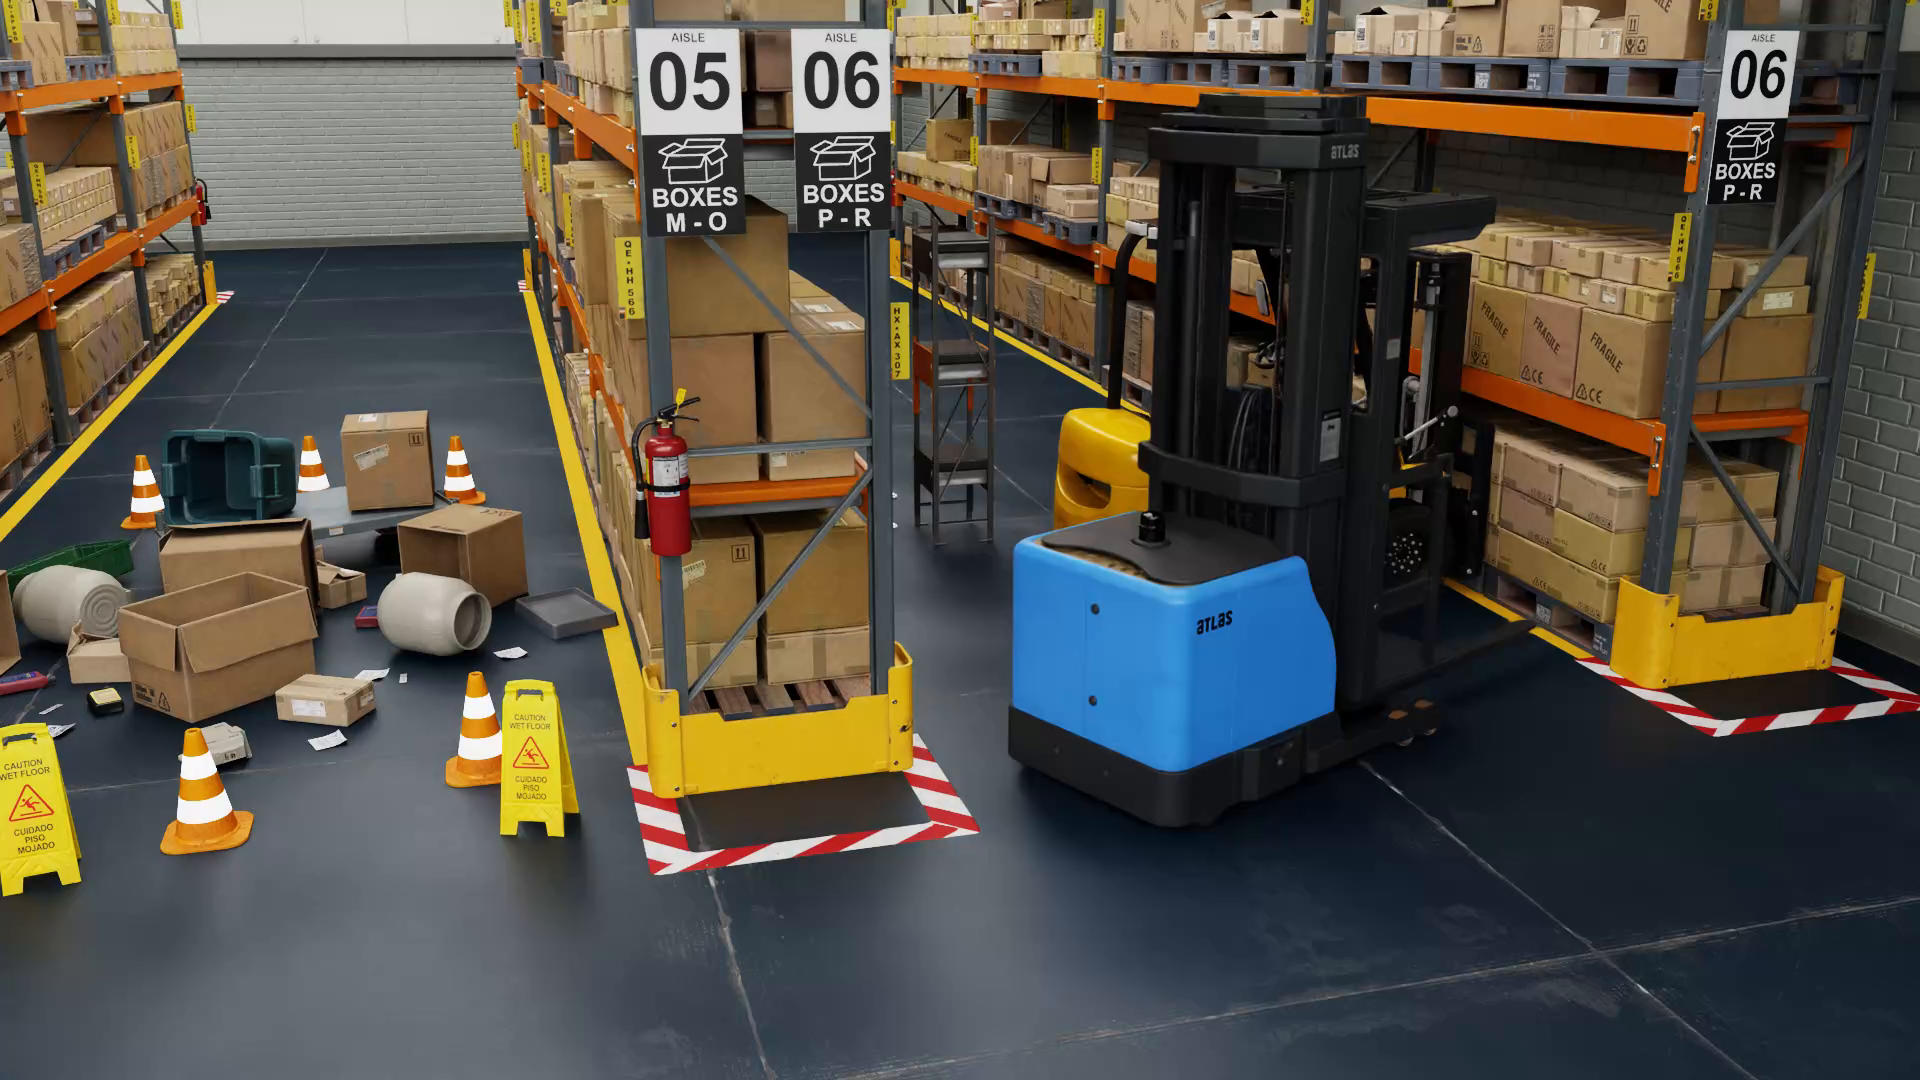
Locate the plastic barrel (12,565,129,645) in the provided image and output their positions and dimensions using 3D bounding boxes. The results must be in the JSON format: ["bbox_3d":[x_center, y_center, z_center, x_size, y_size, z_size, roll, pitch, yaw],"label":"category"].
[{"bbox_3d":[-4.829,0.356,9.030,0.512,0.421,0.421,7,18,23],"label":"plastic barrel"}]

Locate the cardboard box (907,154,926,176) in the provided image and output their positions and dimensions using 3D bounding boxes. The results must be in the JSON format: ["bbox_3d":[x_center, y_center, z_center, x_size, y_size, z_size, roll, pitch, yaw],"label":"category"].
[{"bbox_3d":[-0.406,-4.987,22.082,0.500,0.250,0.500,-5,17,-15],"label":"cardboard box"}]

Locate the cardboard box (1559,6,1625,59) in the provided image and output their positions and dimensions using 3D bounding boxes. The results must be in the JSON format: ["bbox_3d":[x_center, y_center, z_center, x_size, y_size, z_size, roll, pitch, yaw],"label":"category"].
[{"bbox_3d":[3.397,-2.673,8.752,0.396,0.266,0.258,-5,17,-15],"label":"cardboard box"}]

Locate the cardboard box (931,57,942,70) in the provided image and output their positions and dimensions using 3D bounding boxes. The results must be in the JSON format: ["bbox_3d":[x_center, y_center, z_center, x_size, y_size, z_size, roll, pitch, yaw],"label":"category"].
[{"bbox_3d":[-0.146,-5.912,20.641,0.380,0.149,0.250,-4,17,-14],"label":"cardboard box"}]

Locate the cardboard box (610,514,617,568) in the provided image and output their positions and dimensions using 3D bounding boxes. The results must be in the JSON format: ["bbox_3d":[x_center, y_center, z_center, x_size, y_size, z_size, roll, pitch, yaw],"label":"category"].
[{"bbox_3d":[-1.824,-0.042,9.928,0.500,0.250,0.500,-4,17,-12],"label":"cardboard box"}]

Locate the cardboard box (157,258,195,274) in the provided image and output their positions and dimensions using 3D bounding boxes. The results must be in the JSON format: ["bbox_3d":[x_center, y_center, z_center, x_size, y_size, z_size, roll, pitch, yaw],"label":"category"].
[{"bbox_3d":[-9.318,-3.248,19.742,0.380,0.149,0.250,-5,17,-16],"label":"cardboard box"}]

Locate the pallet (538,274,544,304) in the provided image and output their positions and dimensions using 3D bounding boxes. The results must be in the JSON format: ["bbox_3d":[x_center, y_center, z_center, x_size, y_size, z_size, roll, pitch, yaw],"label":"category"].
[{"bbox_3d":[-4.887,-3.258,21.432,1.003,0.211,1.213,-5,17,-15],"label":"pallet"}]

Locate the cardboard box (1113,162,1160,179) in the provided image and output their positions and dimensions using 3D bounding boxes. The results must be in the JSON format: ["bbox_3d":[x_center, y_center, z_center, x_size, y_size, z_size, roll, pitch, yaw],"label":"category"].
[{"bbox_3d":[1.797,-3.393,16.130,0.500,0.500,0.500,-4,17,-13],"label":"cardboard box"}]

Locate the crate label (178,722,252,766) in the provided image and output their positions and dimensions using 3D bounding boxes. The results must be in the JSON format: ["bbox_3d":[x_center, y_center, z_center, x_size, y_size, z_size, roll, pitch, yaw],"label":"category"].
[{"bbox_3d":[-3.393,0.940,7.584,0.298,0.136,0.250,16,23,42],"label":"crate label"}]

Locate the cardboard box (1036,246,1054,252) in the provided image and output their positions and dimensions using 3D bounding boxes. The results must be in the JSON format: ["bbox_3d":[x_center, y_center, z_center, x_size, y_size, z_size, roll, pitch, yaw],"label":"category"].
[{"bbox_3d":[1.067,-3.331,19.316,0.380,0.149,0.250,-5,18,-17],"label":"cardboard box"}]

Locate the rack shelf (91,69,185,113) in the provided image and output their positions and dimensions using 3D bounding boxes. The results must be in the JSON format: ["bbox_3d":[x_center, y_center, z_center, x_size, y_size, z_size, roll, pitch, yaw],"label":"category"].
[{"bbox_3d":[-9.364,-4.928,18.181,1.077,0.370,4.000,-5,17,-15],"label":"rack shelf"}]

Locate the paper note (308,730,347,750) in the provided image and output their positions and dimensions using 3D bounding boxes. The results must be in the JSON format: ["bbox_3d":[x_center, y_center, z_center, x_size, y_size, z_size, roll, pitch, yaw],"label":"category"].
[{"bbox_3d":[-2.959,0.935,7.787,0.148,0.019,0.142,-12,20,-34],"label":"paper note"}]

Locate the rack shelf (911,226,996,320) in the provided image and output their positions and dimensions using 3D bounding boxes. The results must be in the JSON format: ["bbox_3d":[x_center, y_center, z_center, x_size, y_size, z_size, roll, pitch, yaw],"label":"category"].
[{"bbox_3d":[-0.045,-1.709,10.605,0.431,0.518,0.480,-5,17,-15],"label":"rack shelf"}]

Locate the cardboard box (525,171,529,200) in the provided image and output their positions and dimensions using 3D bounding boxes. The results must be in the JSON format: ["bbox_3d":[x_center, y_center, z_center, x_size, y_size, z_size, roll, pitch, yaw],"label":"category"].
[{"bbox_3d":[-5.038,-4.421,20.283,0.500,0.500,0.500,-5,17,-16],"label":"cardboard box"}]

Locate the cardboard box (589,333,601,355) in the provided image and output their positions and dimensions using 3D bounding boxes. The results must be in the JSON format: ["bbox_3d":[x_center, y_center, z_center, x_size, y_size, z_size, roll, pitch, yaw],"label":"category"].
[{"bbox_3d":[-2.106,-1.257,10.358,0.380,0.149,0.250,-5,17,-16],"label":"cardboard box"}]

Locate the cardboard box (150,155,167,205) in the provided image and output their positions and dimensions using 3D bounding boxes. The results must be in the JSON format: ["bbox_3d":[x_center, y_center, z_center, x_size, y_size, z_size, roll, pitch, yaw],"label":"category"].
[{"bbox_3d":[-8.955,-3.909,18.059,0.500,0.500,0.500,-5,17,-16],"label":"cardboard box"}]

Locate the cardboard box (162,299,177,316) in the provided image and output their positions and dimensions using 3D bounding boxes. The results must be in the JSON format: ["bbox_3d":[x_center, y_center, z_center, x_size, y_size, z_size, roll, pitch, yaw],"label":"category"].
[{"bbox_3d":[-9.001,-2.601,18.621,0.380,0.149,0.250,-5,17,-17],"label":"cardboard box"}]

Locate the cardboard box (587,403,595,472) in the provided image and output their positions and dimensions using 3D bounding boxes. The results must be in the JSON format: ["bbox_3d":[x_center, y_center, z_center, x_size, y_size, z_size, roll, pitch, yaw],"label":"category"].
[{"bbox_3d":[-2.232,-0.775,12.157,0.950,0.372,0.625,-4,17,-12],"label":"cardboard box"}]

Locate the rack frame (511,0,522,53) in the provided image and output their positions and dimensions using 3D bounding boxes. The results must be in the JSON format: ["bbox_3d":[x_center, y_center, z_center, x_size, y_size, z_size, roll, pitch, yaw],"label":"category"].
[{"bbox_3d":[-5.182,-7.682,20.883,1.000,3.000,0.127,-5,17,-15],"label":"rack frame"}]

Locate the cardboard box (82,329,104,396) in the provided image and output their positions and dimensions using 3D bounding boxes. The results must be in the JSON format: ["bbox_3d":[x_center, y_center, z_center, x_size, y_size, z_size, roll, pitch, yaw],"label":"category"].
[{"bbox_3d":[-7.806,-1.535,14.464,0.500,0.500,0.500,-4,17,-15],"label":"cardboard box"}]

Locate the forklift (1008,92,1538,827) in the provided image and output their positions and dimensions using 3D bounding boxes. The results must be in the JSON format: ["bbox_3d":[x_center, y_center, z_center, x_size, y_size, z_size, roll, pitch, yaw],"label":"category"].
[{"bbox_3d":[1.665,-0.545,7.672,3.031,2.935,1.130,-14,22,-38],"label":"forklift"}]

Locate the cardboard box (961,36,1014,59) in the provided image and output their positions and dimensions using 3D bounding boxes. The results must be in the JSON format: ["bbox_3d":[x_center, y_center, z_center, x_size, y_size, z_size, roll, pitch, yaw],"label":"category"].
[{"bbox_3d":[0.315,-5.717,19.299,0.500,0.250,0.500,-5,17,-15],"label":"cardboard box"}]

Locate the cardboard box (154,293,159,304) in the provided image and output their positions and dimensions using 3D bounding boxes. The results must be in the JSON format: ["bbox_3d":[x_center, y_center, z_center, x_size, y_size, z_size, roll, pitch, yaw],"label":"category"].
[{"bbox_3d":[-8.936,-2.589,18.066,0.380,0.149,0.250,-6,18,-18],"label":"cardboard box"}]

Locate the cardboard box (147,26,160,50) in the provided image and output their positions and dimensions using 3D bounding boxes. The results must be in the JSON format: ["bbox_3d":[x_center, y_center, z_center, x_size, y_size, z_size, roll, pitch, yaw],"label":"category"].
[{"bbox_3d":[-9.263,-5.603,18.569,0.500,0.250,0.500,-4,17,-14],"label":"cardboard box"}]

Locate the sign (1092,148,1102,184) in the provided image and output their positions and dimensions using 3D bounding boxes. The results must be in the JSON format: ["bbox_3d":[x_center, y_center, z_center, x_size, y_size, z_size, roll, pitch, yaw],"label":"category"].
[{"bbox_3d":[1.269,-3.460,15.383,0.100,0.325,0.005,-5,17,-15],"label":"sign"}]

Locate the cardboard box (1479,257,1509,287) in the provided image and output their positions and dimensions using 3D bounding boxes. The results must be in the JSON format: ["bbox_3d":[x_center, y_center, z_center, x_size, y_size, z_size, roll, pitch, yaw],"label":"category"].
[{"bbox_3d":[3.246,-1.562,9.635,0.380,0.149,0.250,-5,17,-15],"label":"cardboard box"}]

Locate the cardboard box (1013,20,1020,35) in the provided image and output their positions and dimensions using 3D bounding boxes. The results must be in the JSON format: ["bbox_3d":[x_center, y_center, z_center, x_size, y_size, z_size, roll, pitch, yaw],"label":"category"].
[{"bbox_3d":[0.769,-5.335,17.301,0.380,0.149,0.250,-5,17,-15],"label":"cardboard box"}]

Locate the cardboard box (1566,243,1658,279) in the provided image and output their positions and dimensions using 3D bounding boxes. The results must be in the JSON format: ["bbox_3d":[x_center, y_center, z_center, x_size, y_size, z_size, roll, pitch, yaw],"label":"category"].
[{"bbox_3d":[3.490,-1.496,8.899,0.380,0.149,0.250,-4,17,-14],"label":"cardboard box"}]

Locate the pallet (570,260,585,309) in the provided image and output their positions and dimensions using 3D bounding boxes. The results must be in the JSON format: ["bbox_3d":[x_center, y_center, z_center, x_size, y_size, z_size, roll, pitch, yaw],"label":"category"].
[{"bbox_3d":[-2.400,-1.960,12.595,1.003,0.211,1.213,-5,17,-15],"label":"pallet"}]

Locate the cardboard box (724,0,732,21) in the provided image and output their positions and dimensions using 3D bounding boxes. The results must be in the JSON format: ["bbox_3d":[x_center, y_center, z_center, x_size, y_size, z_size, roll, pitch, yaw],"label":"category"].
[{"bbox_3d":[-0.938,-2.474,7.812,0.380,0.149,0.250,-5,17,-16],"label":"cardboard box"}]

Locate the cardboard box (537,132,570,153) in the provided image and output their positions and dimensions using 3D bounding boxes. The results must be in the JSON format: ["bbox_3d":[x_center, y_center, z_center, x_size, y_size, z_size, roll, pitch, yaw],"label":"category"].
[{"bbox_3d":[-3.788,-3.665,16.026,0.500,0.500,0.500,-5,17,-16],"label":"cardboard box"}]

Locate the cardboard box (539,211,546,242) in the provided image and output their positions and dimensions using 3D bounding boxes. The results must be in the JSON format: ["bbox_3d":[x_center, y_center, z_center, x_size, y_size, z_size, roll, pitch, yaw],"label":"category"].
[{"bbox_3d":[-3.818,-3.063,16.195,0.500,0.250,0.500,-5,17,-16],"label":"cardboard box"}]

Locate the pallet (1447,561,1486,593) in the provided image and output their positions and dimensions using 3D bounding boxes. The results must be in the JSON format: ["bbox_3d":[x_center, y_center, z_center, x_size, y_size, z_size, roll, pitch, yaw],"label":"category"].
[{"bbox_3d":[3.404,0.014,10.538,1.003,0.211,1.213,-5,17,-15],"label":"pallet"}]

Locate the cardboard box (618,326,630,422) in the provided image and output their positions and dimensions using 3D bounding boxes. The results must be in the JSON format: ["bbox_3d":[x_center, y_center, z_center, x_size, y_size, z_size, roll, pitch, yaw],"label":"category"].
[{"bbox_3d":[-1.332,-0.841,7.845,0.500,0.500,0.500,-5,17,-15],"label":"cardboard box"}]

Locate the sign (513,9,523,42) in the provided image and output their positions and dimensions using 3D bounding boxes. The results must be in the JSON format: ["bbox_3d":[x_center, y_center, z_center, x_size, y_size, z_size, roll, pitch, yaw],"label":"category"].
[{"bbox_3d":[-4.616,-5.380,17.398,0.100,0.325,0.005,-5,17,-15],"label":"sign"}]

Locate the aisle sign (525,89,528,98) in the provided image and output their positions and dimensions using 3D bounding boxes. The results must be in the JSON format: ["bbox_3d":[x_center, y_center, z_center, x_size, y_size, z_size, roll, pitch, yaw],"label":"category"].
[{"bbox_3d":[-5.481,-6.051,21.362,0.394,0.787,0.004,-5,17,-15],"label":"aisle sign"}]

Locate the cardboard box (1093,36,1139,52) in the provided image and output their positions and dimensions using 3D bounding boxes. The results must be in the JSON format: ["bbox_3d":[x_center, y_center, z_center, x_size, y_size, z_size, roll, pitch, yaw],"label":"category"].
[{"bbox_3d":[1.459,-4.624,15.485,0.380,0.149,0.250,-4,17,-14],"label":"cardboard box"}]

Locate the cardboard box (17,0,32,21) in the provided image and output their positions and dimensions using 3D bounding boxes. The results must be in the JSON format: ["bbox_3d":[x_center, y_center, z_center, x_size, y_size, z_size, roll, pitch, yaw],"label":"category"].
[{"bbox_3d":[-7.703,-4.304,13.348,0.396,0.266,0.258,-5,17,-15],"label":"cardboard box"}]

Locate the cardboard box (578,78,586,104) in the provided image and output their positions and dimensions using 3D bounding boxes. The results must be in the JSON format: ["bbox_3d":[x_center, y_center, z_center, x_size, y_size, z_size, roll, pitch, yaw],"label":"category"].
[{"bbox_3d":[-2.019,-2.623,9.693,0.380,0.149,0.250,-5,17,-15],"label":"cardboard box"}]

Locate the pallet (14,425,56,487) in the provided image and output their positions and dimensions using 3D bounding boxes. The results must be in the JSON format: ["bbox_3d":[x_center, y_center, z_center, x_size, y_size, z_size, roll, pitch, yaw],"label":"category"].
[{"bbox_3d":[-7.571,-0.617,12.639,1.003,0.211,1.213,-5,17,-15],"label":"pallet"}]

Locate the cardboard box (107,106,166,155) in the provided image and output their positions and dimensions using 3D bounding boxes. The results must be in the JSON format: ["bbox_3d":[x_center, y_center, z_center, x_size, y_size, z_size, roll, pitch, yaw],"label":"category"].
[{"bbox_3d":[-9.110,-4.522,18.364,0.500,0.500,0.500,-5,18,-17],"label":"cardboard box"}]

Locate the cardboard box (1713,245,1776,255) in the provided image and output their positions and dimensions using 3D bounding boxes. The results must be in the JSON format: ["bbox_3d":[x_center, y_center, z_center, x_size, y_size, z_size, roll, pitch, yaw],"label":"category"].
[{"bbox_3d":[4.087,-1.466,8.799,0.380,0.149,0.250,-4,17,-13],"label":"cardboard box"}]

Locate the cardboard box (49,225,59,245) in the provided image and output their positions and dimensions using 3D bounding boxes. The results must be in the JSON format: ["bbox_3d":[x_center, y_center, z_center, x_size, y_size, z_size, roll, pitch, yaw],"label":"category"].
[{"bbox_3d":[-7.793,-2.546,13.920,0.380,0.149,0.250,-4,17,-12],"label":"cardboard box"}]

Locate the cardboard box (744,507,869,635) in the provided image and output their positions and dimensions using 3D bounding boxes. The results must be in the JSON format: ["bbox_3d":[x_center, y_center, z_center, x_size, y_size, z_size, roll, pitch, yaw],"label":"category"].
[{"bbox_3d":[-0.748,0.122,8.077,0.500,0.500,0.500,-5,18,-17],"label":"cardboard box"}]

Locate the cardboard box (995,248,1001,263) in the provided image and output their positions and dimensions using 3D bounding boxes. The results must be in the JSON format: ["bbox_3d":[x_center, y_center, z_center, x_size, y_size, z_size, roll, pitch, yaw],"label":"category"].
[{"bbox_3d":[0.531,-3.290,19.178,0.380,0.149,0.250,-4,17,-13],"label":"cardboard box"}]

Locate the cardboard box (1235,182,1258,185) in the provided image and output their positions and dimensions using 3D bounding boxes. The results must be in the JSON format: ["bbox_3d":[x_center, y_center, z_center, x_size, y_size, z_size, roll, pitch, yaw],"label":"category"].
[{"bbox_3d":[2.398,-3.071,14.662,0.380,0.149,0.250,-5,17,-16],"label":"cardboard box"}]

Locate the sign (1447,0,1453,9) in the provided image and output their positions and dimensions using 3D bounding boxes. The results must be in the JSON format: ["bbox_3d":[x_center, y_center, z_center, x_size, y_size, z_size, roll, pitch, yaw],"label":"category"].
[{"bbox_3d":[3.420,-3.649,11.636,0.100,0.325,0.005,-5,17,-15],"label":"sign"}]

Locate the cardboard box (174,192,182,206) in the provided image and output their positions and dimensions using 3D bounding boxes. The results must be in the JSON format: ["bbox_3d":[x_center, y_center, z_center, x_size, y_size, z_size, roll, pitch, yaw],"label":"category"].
[{"bbox_3d":[-9.344,-3.993,19.466,0.380,0.149,0.250,-4,17,-14],"label":"cardboard box"}]

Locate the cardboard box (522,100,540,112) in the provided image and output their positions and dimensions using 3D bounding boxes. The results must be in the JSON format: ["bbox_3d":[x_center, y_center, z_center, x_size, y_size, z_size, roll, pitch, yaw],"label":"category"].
[{"bbox_3d":[-5.160,-5.307,20.365,0.380,0.149,0.250,-5,18,-17],"label":"cardboard box"}]

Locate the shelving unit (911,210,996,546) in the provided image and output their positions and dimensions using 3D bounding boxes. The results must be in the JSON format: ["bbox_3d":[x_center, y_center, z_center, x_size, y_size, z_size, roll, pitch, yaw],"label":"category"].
[{"bbox_3d":[-0.045,-1.051,10.802,0.431,2.100,0.503,-5,17,-15],"label":"shelving unit"}]

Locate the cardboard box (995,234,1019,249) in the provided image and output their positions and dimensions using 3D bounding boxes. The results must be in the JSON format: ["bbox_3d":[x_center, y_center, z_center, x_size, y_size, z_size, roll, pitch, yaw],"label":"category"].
[{"bbox_3d":[0.590,-3.437,19.152,0.380,0.149,0.250,-5,17,-16],"label":"cardboard box"}]

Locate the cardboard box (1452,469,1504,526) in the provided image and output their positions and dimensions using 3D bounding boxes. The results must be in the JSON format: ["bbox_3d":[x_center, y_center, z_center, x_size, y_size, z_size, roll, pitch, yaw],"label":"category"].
[{"bbox_3d":[3.262,-0.291,9.886,0.500,0.250,0.500,-5,17,-17],"label":"cardboard box"}]

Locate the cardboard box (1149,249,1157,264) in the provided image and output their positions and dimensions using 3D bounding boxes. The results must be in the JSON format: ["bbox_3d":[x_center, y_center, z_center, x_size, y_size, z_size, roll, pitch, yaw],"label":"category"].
[{"bbox_3d":[1.957,-2.494,14.301,0.500,0.250,0.500,-5,18,-17],"label":"cardboard box"}]

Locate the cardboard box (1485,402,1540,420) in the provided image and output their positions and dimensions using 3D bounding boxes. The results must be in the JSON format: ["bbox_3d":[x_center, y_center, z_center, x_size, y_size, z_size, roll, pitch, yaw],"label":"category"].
[{"bbox_3d":[3.634,-0.707,10.403,0.500,0.250,0.500,-5,17,-16],"label":"cardboard box"}]

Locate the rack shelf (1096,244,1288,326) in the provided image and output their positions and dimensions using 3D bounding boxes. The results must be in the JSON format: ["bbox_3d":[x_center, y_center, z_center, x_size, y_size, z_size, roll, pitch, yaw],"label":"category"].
[{"bbox_3d":[2.337,-2.092,13.951,1.077,0.370,4.000,-5,17,-15],"label":"rack shelf"}]

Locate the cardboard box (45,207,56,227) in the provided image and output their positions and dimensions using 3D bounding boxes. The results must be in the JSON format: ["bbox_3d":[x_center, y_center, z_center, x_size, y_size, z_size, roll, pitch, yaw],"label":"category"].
[{"bbox_3d":[-7.808,-2.698,13.909,0.380,0.149,0.250,-5,18,-17],"label":"cardboard box"}]

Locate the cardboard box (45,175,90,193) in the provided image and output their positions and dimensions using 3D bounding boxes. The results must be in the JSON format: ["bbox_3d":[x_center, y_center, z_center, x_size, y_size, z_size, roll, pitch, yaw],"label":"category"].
[{"bbox_3d":[-8.236,-3.266,15.284,0.380,0.149,0.250,-5,18,-17],"label":"cardboard box"}]

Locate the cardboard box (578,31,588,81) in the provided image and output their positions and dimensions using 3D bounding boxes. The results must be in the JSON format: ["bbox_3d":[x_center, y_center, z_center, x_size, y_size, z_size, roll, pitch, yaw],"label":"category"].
[{"bbox_3d":[-1.751,-2.572,8.829,0.500,0.250,0.500,-5,17,-15],"label":"cardboard box"}]

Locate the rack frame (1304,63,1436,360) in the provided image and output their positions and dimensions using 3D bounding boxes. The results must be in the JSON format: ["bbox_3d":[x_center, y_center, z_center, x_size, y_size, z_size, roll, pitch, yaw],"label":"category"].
[{"bbox_3d":[2.887,-1.883,12.006,1.000,3.000,0.127,-5,17,-15],"label":"rack frame"}]
